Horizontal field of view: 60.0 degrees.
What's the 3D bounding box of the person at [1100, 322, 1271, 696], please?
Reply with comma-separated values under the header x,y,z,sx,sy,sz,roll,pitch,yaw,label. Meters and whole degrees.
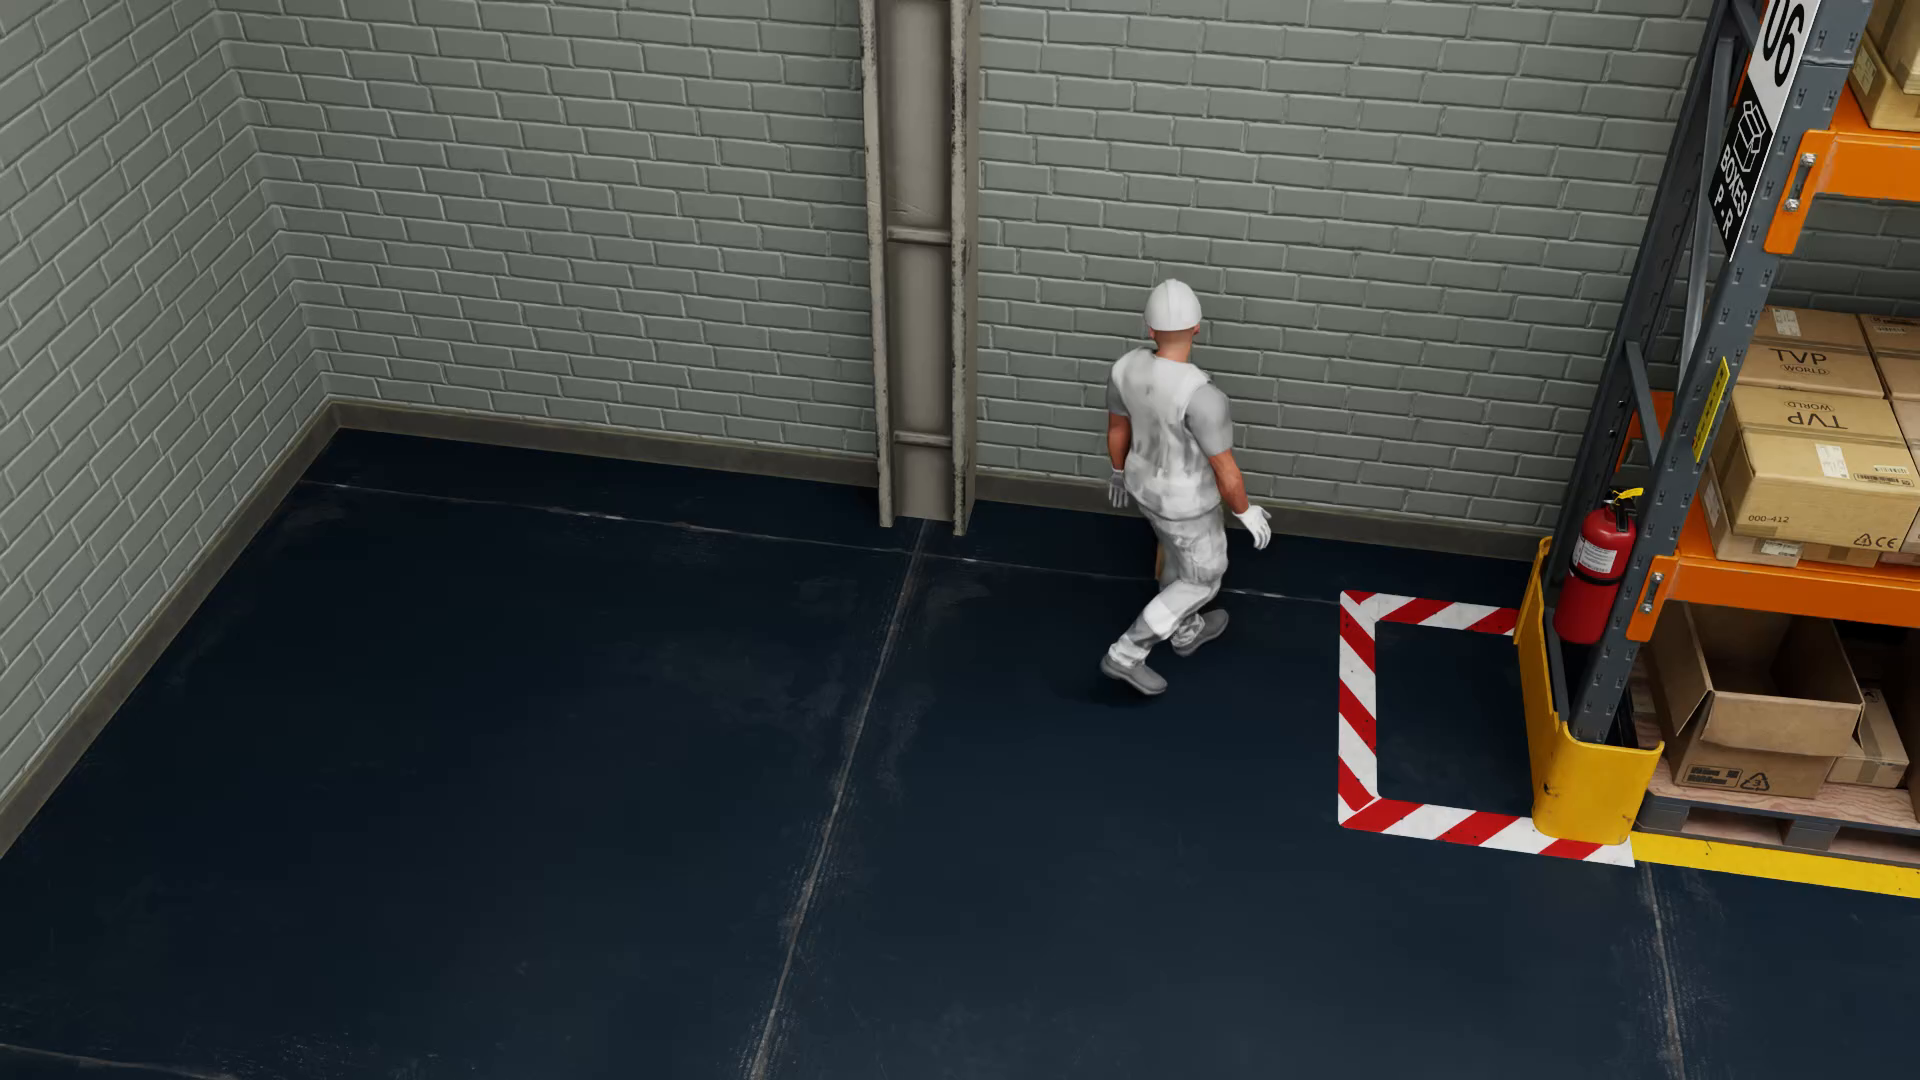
x,y,z,sx,sy,sz,roll,pitch,yaw,label
0.854,-0.138,6.350,0.741,1.732,0.666,-25,46,-27,person
